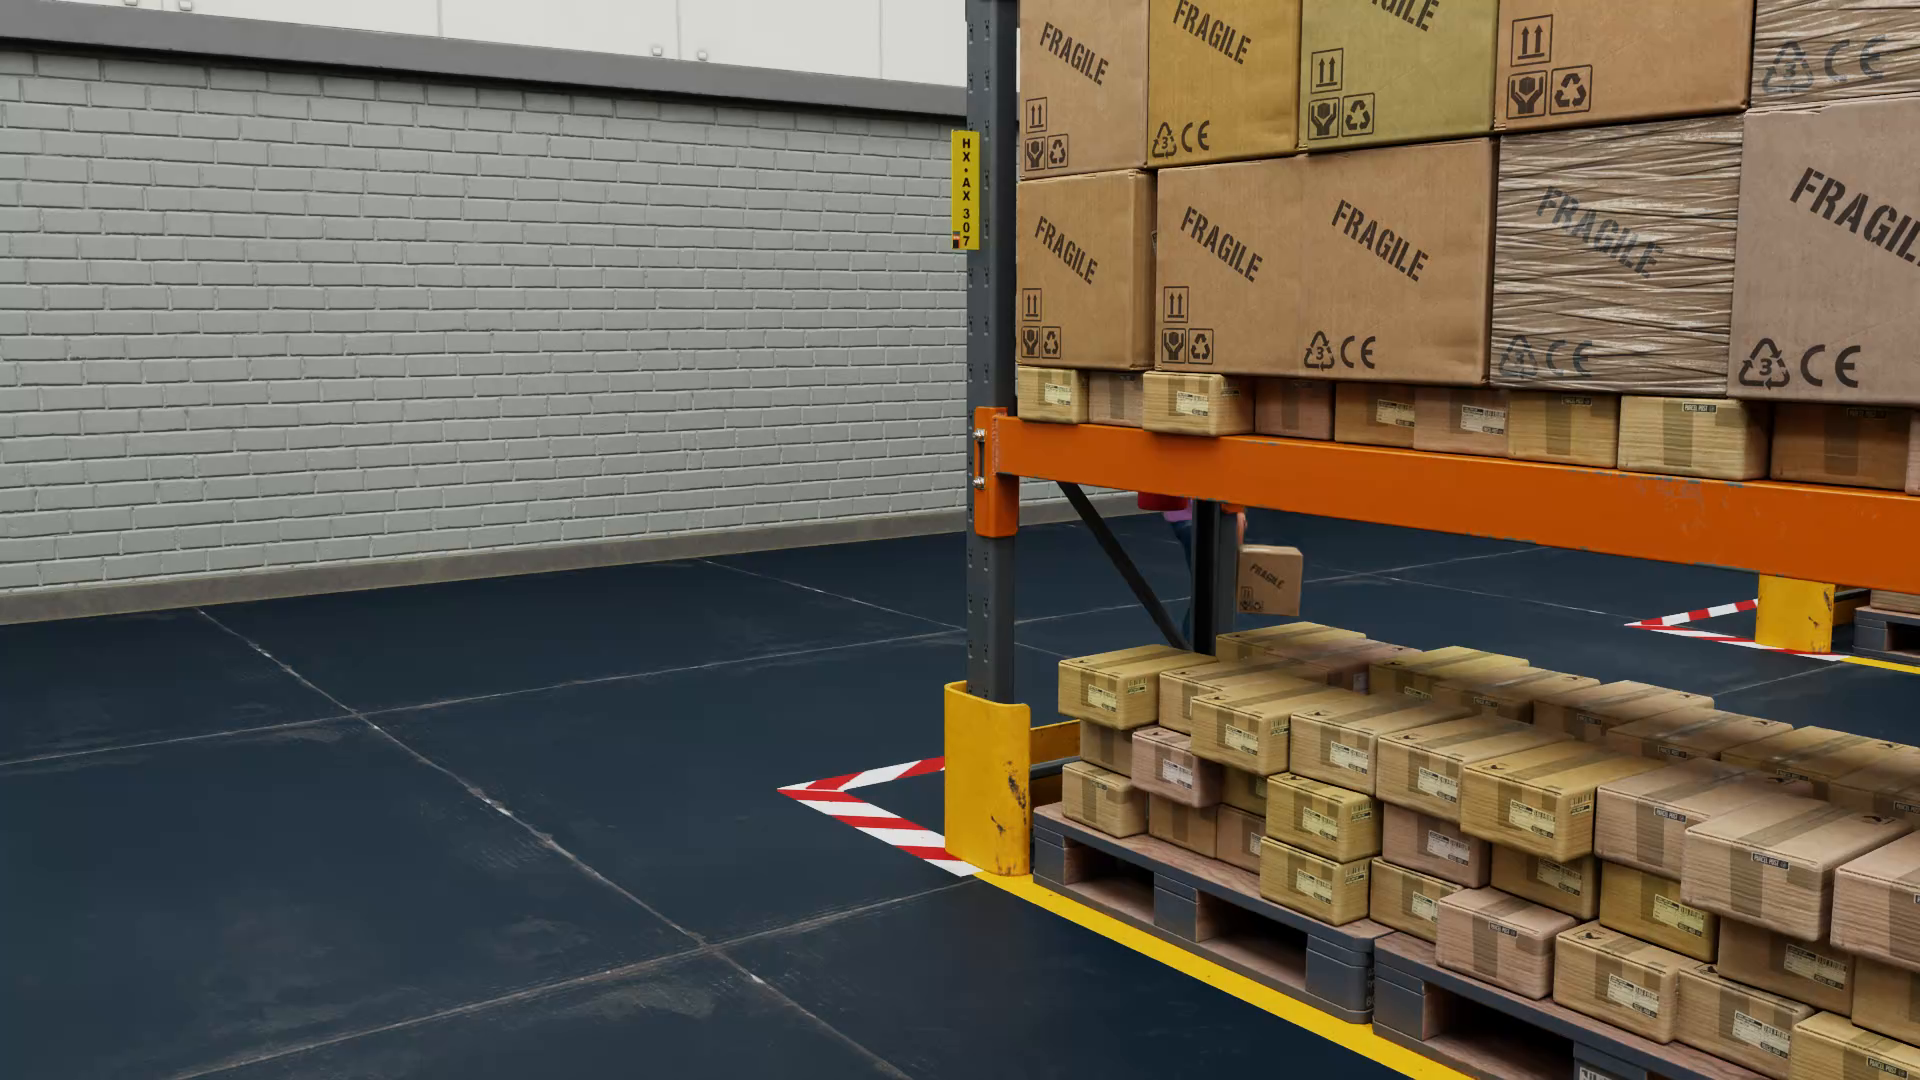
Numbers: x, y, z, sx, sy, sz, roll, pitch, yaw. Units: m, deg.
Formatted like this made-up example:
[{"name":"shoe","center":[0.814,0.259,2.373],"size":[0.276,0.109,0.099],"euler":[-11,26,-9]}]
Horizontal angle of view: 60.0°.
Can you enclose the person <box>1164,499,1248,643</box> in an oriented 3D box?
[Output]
[{"name":"person","center":[0.962,-0.092,6.489],"size":[0.336,1.599,0.450],"euler":[1,8,9]}]
